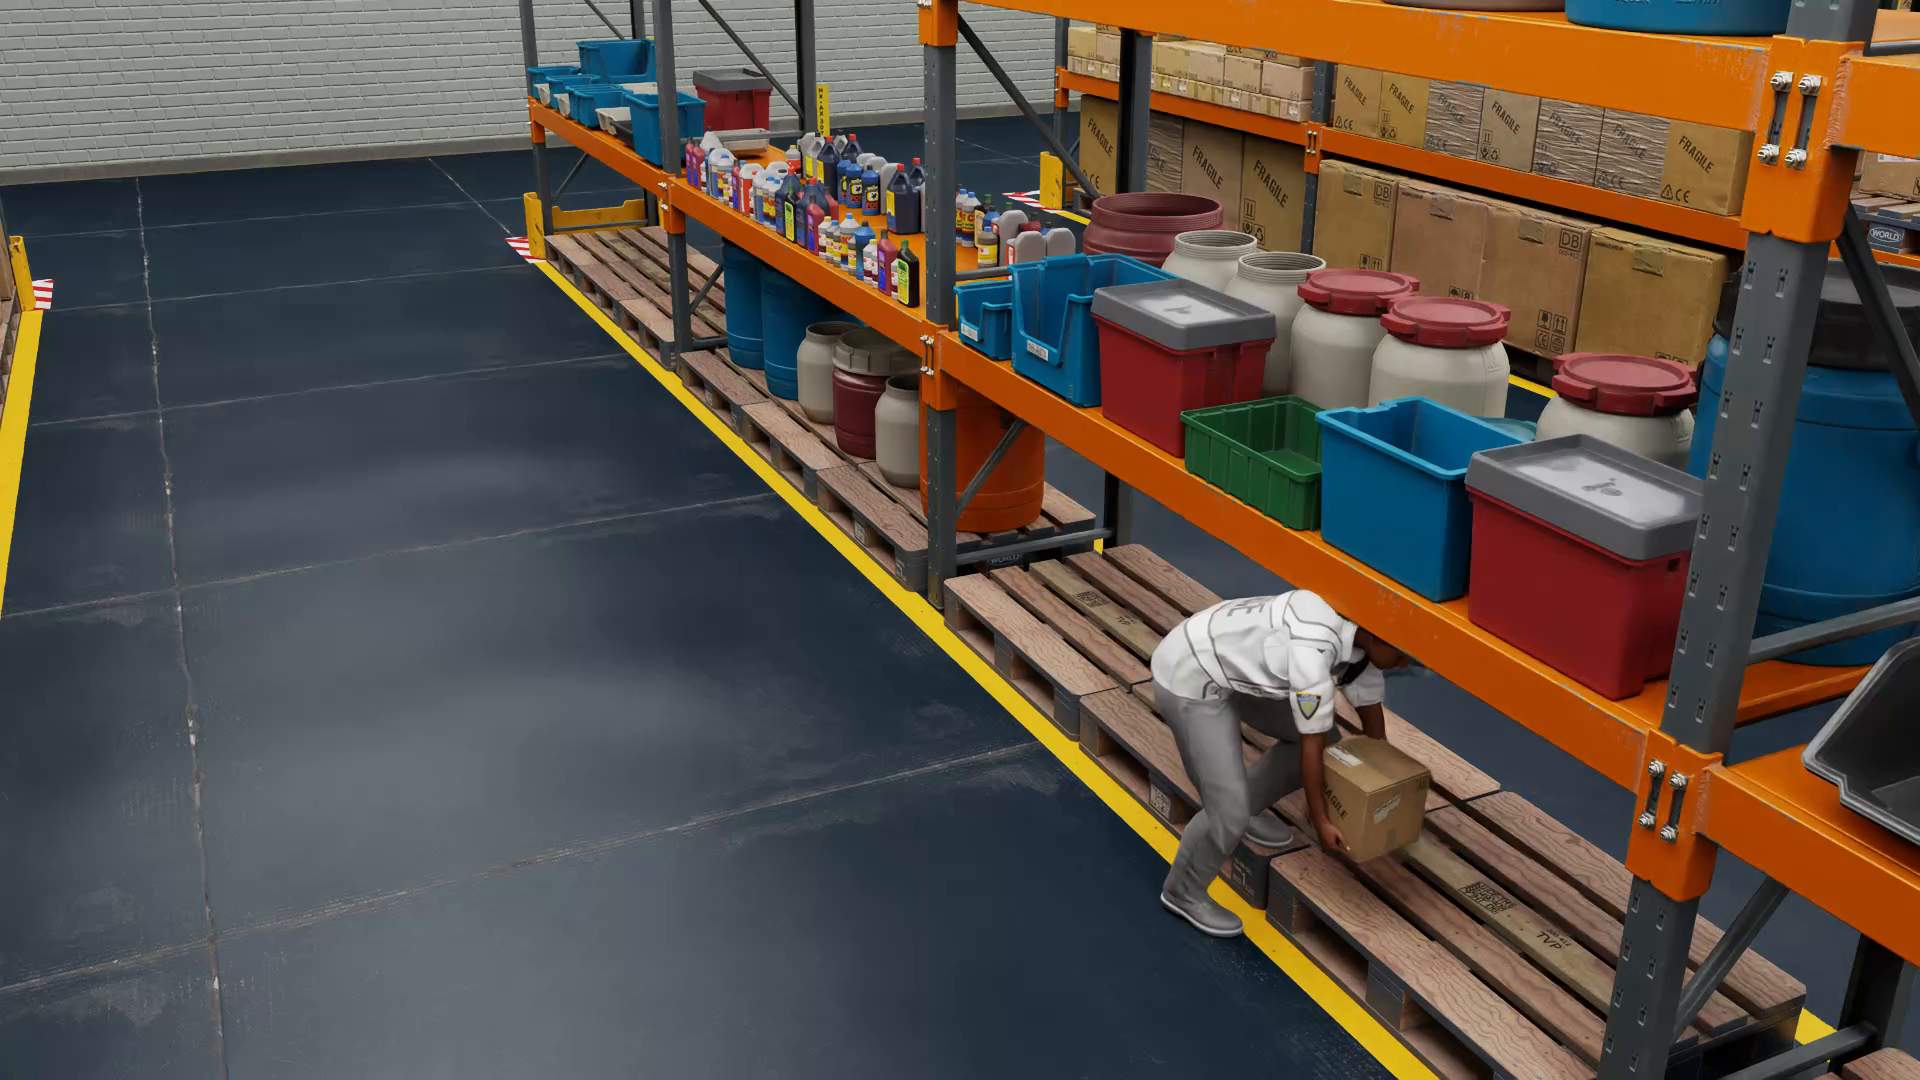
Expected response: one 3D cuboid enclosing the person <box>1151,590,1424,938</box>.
[{"bbox_3d":[1.012,0.638,5.076,0.891,1.256,0.464,16,27,34],"label":"person"}]
